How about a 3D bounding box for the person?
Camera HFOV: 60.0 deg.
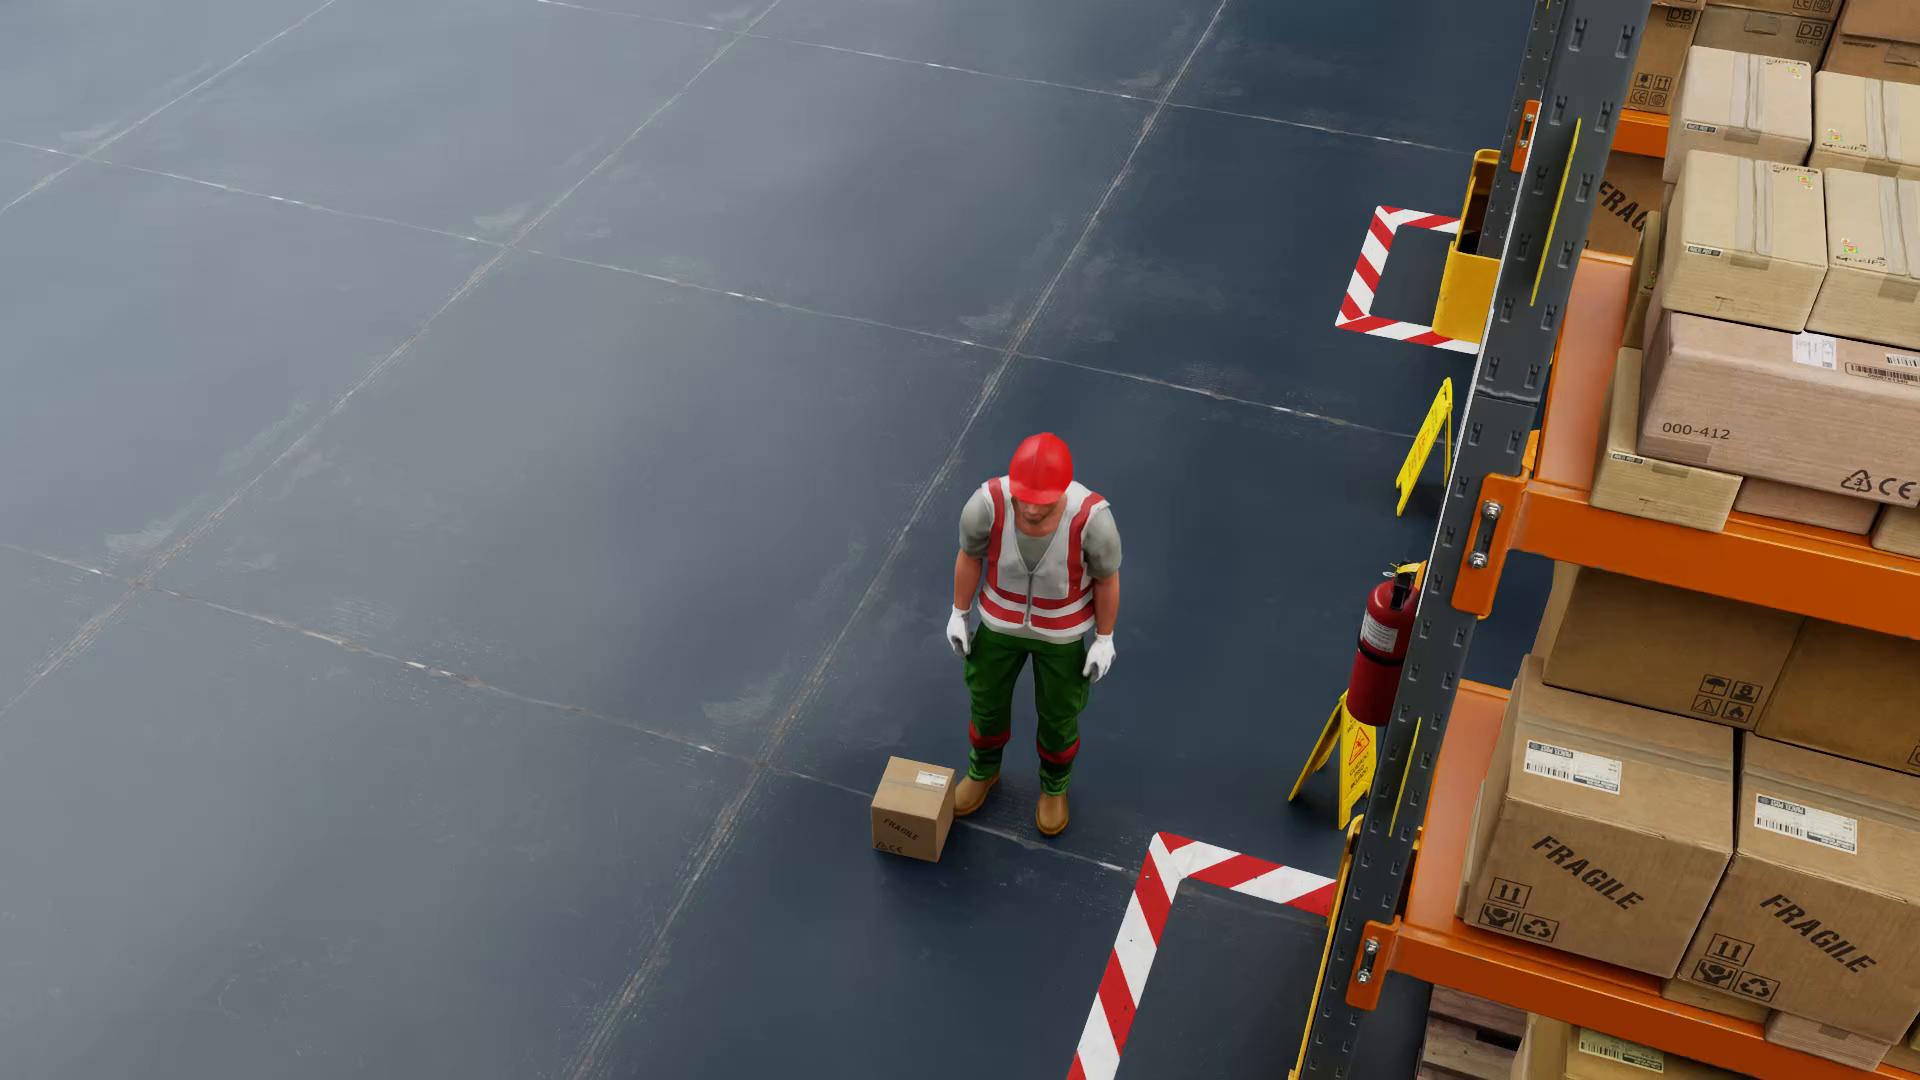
[{"bbox_3d":[0.247,0.318,5.784,0.601,1.777,0.452,10,42,11],"label":"person"}]
